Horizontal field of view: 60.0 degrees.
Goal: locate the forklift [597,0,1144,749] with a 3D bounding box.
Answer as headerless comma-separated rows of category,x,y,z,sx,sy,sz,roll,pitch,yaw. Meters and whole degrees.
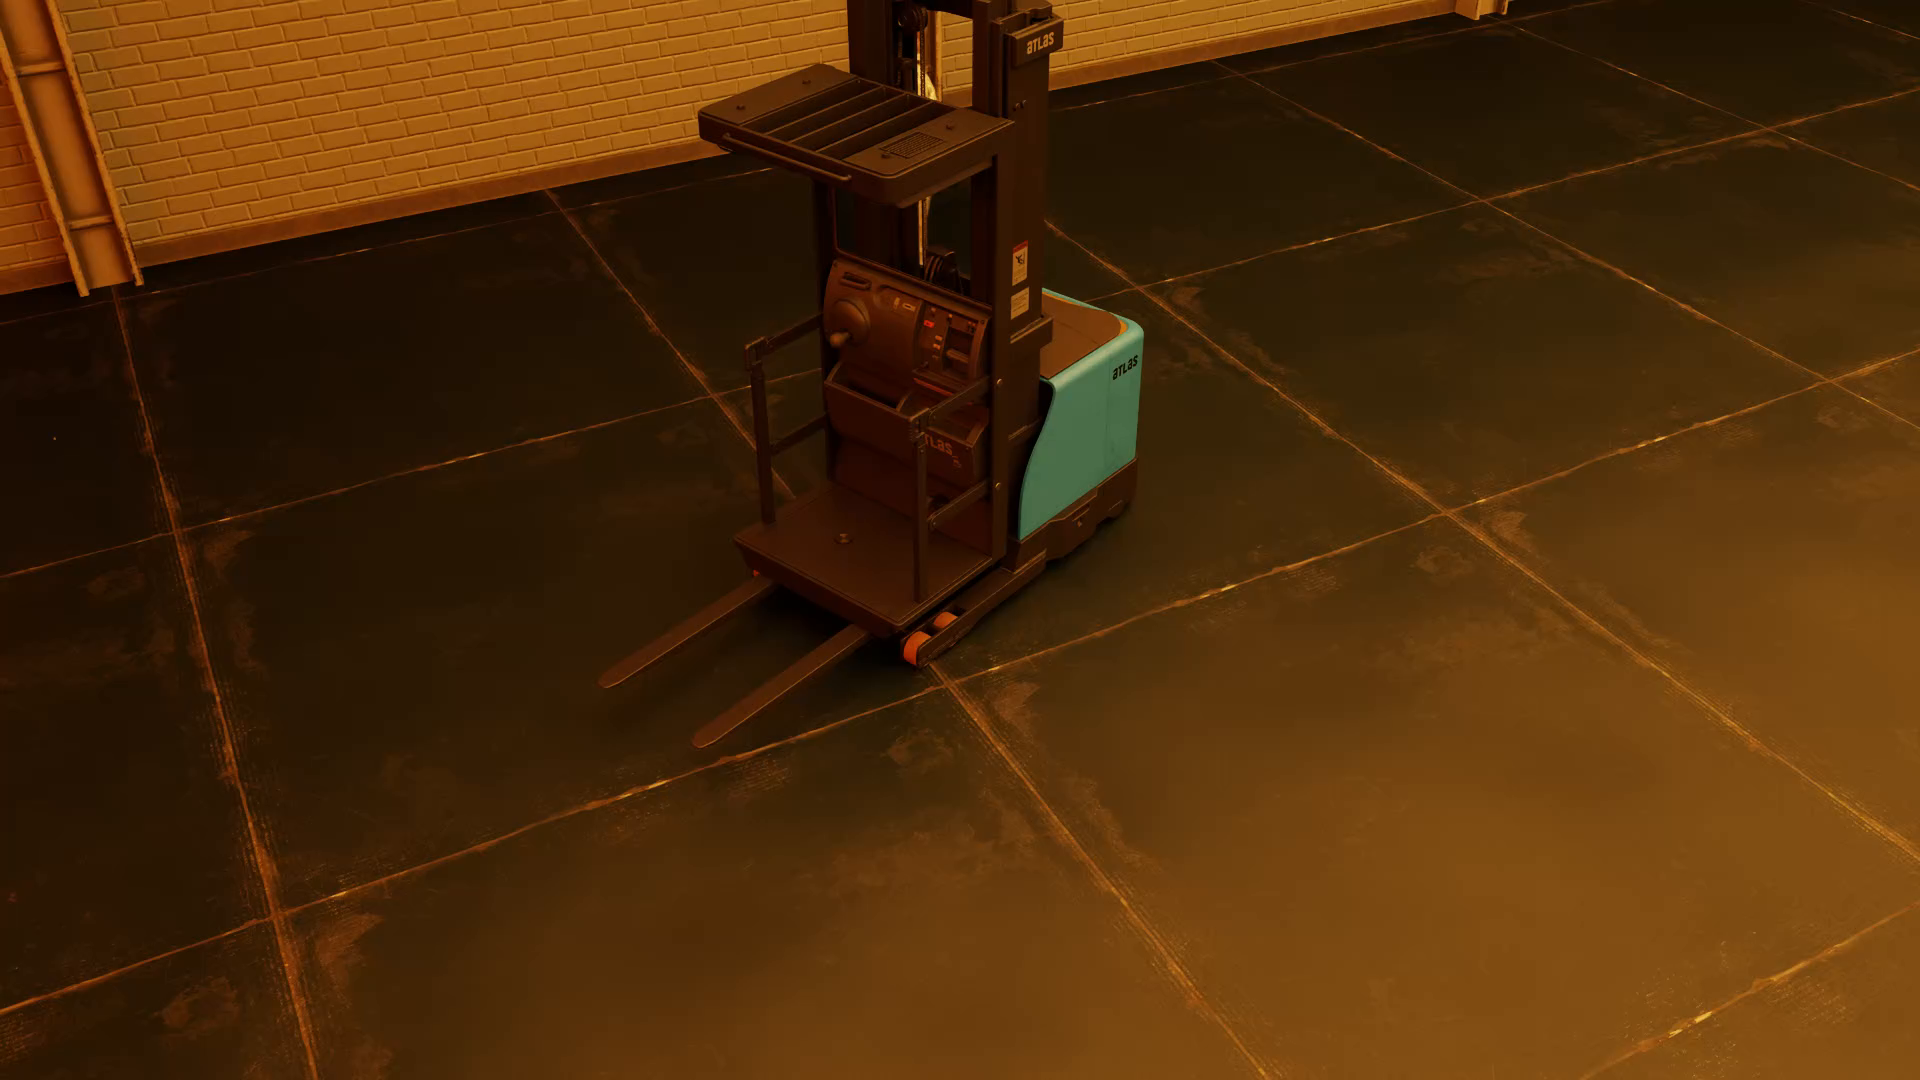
forklift,-0.390,-0.927,7.434,1.130,2.935,3.031,26,43,31

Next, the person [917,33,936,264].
person,-0.329,-2.550,10.736,0.411,1.776,0.519,-9,36,-13
